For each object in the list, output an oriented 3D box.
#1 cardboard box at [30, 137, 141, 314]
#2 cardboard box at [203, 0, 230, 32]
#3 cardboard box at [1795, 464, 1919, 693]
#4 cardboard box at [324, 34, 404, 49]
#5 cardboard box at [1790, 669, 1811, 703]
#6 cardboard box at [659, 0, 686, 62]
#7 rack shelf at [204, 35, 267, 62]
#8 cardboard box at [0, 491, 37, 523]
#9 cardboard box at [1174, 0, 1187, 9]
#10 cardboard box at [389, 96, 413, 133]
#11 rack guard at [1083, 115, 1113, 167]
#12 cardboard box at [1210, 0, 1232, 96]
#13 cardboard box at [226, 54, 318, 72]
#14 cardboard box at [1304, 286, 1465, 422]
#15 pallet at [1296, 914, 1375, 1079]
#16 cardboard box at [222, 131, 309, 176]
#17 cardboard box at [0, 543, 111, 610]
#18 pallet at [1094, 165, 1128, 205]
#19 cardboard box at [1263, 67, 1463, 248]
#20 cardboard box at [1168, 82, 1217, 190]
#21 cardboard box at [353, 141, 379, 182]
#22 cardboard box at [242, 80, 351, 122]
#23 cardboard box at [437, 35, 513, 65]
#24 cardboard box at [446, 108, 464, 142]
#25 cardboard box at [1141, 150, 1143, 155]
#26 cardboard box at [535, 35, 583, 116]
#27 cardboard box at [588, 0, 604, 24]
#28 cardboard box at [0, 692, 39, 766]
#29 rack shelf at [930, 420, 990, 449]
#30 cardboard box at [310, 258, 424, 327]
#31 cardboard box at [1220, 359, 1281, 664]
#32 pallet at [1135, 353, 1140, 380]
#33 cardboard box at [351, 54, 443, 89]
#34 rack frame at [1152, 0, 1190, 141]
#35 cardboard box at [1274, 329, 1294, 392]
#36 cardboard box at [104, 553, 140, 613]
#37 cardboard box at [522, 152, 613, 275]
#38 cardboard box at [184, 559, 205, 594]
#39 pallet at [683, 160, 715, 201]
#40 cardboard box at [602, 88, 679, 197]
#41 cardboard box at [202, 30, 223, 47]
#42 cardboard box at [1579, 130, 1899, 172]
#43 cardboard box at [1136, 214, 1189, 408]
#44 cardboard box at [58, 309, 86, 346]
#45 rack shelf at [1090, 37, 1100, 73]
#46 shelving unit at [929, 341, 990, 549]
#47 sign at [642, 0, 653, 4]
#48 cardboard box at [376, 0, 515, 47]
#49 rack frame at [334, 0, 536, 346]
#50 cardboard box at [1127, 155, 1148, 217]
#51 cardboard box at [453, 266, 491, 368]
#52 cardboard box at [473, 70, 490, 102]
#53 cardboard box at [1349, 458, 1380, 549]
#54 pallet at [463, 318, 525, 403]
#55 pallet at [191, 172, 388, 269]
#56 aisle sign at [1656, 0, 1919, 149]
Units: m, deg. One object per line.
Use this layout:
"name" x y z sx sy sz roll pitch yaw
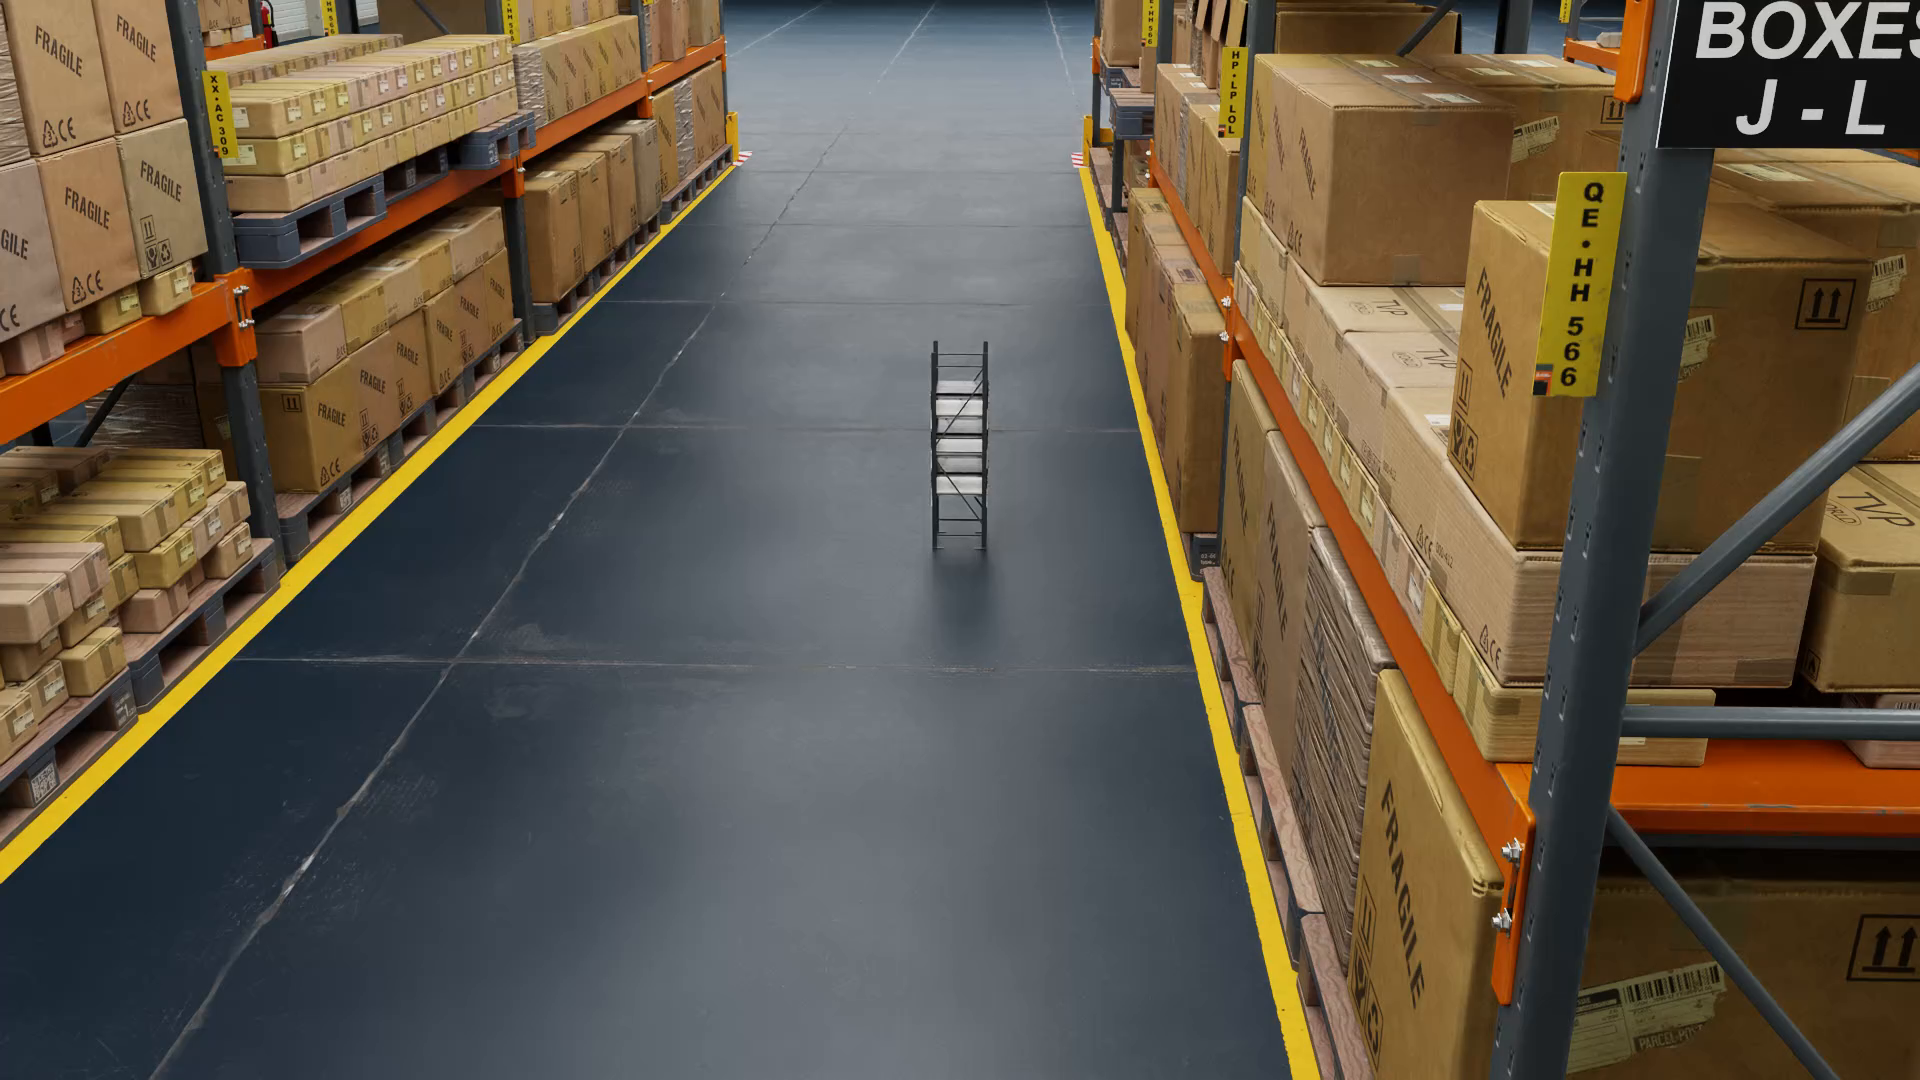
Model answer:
"cardboard box" -3.147 -1.060 5.564 0.500 0.500 0.500 0 21 0
"cardboard box" -7.745 -5.402 16.755 0.500 0.500 0.500 1 21 2
"cardboard box" 1.719 0.058 3.029 0.500 0.250 0.500 0 21 0
"cardboard box" -3.484 -2.876 9.738 0.380 0.149 0.250 1 21 2
"cardboard box" 1.782 0.197 3.222 0.380 0.149 0.250 0 21 1
"cardboard box" -3.027 -4.729 15.363 0.875 0.550 0.550 1 21 2
"rack shelf" -8.045 -4.538 16.073 1.077 0.370 4.000 1 21 2
"cardboard box" -3.642 -0.071 6.103 0.380 0.149 0.250 0 21 1
"cardboard box" 1.839 -3.658 12.086 0.797 0.503 0.637 3 21 7
"cardboard box" -2.891 -2.069 8.071 0.380 0.149 0.250 0 21 1
"rack guard" 1.919 -4.295 17.907 1.175 0.500 0.348 1 21 2
"cardboard box" 1.603 -2.367 7.958 0.797 0.503 0.637 1 21 3
"cardboard box" -3.522 -2.402 8.518 0.380 0.149 0.250 1 21 3
"cardboard box" 1.227 -0.505 4.481 0.500 0.250 0.500 1 21 2
"pallet" 1.381 1.307 3.868 1.003 0.211 1.213 1 21 2
"cardboard box" -2.926 -1.595 6.848 0.380 0.149 0.250 1 21 2
"cardboard box" -3.119 0.122 5.606 0.380 0.149 0.250 0 21 -1
"pallet" 1.819 -3.427 16.069 1.003 0.211 1.213 1 21 2
"cardboard box" 1.264 -1.219 5.283 0.500 0.500 0.500 1 21 2
"cardboard box" 1.366 -2.097 8.649 0.500 0.500 0.500 0 21 1
"cardboard box" -2.904 -1.738 7.627 0.380 0.149 0.250 1 21 2
"cardboard box" -2.913 -1.927 7.293 0.380 0.149 0.250 1 21 2
"cardboard box" -2.833 -2.860 9.698 0.380 0.149 0.250 0 21 0
"cardboard box" -2.867 -2.211 8.848 0.380 0.149 0.250 0 21 -1
"cardboard box" 1.852 -3.216 14.546 0.500 0.500 0.500 0 21 0
"cardboard box" -2.964 -3.259 11.642 0.500 0.500 0.500 1 21 2
"cardboard box" -3.178 -4.280 12.892 0.700 0.500 0.500 0 21 1
"cardboard box" -3.150 0.594 5.212 0.380 0.149 0.250 1 21 2
"rack shelf" 0.000 -0.469 7.338 0.258 0.077 0.200 1 21 2
"cardboard box" -3.078 -1.261 8.471 0.500 0.250 0.500 1 21 4
"cardboard box" 1.457 -0.116 6.039 0.875 0.875 0.875 1 21 2
"pallet" 1.579 -1.011 9.843 1.003 0.211 1.213 1 21 2
"cardboard box" -2.875 -2.393 8.493 0.380 0.149 0.250 2 21 4
"rack frame" 1.678 -2.595 10.071 1.000 3.000 0.127 1 21 2
"cardboard box" 1.186 -0.551 5.149 0.380 0.149 0.250 0 21 1
"cardboard box" -3.182 0.157 5.928 0.380 0.149 0.250 1 21 2
"cardboard box" -3.145 -2.369 12.016 1.050 0.750 0.750 1 21 2
"cardboard box" -3.161 0.132 6.403 0.380 0.149 0.250 1 21 3
"pallet" -3.019 -3.549 16.384 1.003 0.211 1.213 1 21 2
"cardboard box" -3.066 -3.565 14.926 0.875 0.875 0.875 1 21 2
"cardboard box" -7.685 -5.063 16.779 0.380 0.149 0.250 1 21 3
"cardboard box" 1.744 -0.660 3.842 0.500 0.500 0.500 0 21 0
"cardboard box" 1.602 -1.229 8.906 1.225 0.875 0.875 1 21 2
"cardboard box" -3.216 -0.734 5.622 0.380 0.149 0.250 0 21 0
"rack shelf" 1.861 -4.429 15.792 1.077 0.370 4.000 1 21 2
"shelving unit" 0.000 -0.417 7.359 0.258 0.900 0.210 1 21 2
"sign" -2.612 -4.633 13.832 0.100 0.325 0.005 1 21 2
"cardboard box" -3.253 -3.361 10.525 0.700 0.500 0.500 1 21 1
"rack frame" -3.276 -2.686 10.306 1.000 3.000 0.127 1 21 2
"cardboard box" 1.760 -2.860 13.599 0.700 0.500 0.500 -1 21 -3
"cardboard box" -3.055 -1.288 9.578 0.500 0.500 0.500 1 21 4
"cardboard box" -2.848 -2.528 9.254 0.380 0.149 0.250 1 21 3
"cardboard box" 1.146 -0.087 3.954 0.380 0.149 0.250 0 21 0
"pallet" -3.302 -1.104 10.082 1.003 0.211 1.213 1 21 2
"pallet" -3.229 -1.425 7.321 1.003 0.211 1.213 1 21 2
"aisle sign" 1.133 -0.892 2.087 0.394 0.787 0.004 1 21 2
